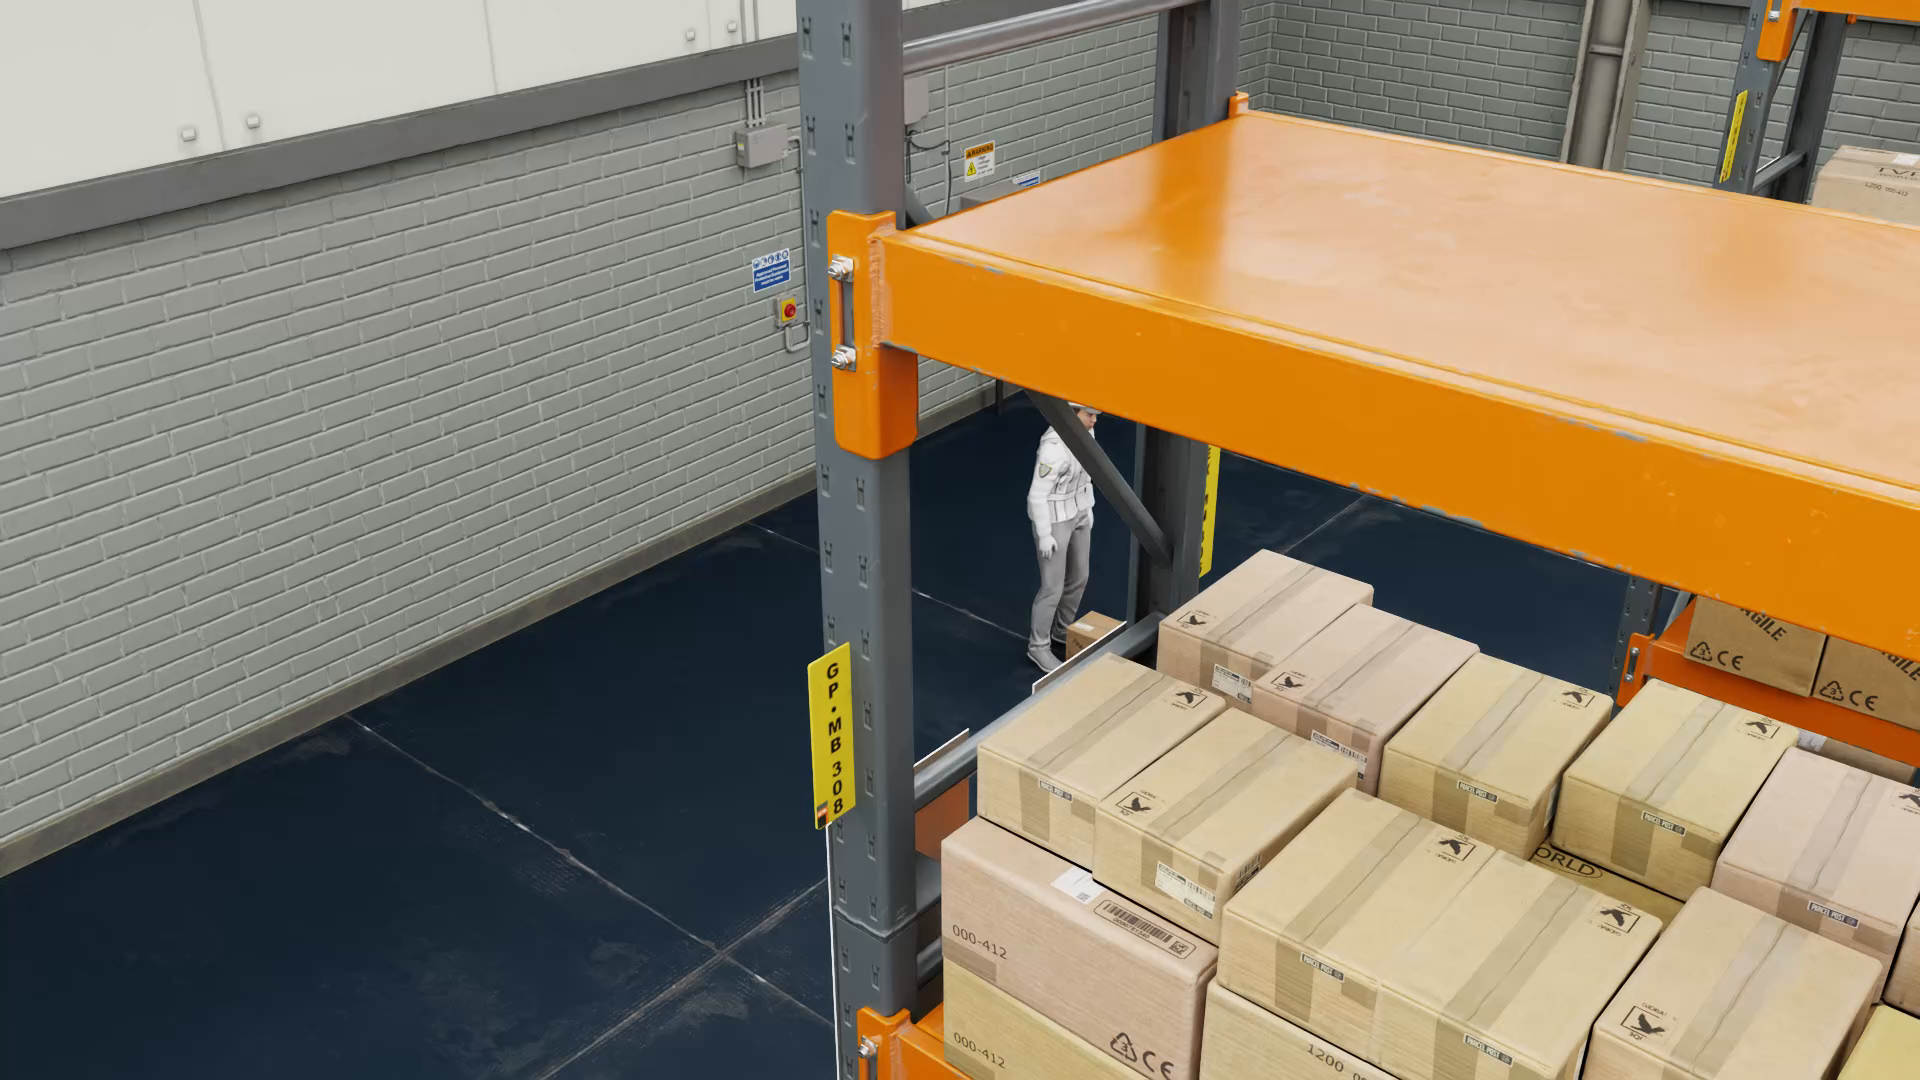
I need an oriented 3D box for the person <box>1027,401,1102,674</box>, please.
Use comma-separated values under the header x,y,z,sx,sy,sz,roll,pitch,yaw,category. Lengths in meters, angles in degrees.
x,y,z,sx,sy,sz,roll,pitch,yaw,category
0.582,-0.101,9.219,0.375,1.661,0.532,19,33,32,person
